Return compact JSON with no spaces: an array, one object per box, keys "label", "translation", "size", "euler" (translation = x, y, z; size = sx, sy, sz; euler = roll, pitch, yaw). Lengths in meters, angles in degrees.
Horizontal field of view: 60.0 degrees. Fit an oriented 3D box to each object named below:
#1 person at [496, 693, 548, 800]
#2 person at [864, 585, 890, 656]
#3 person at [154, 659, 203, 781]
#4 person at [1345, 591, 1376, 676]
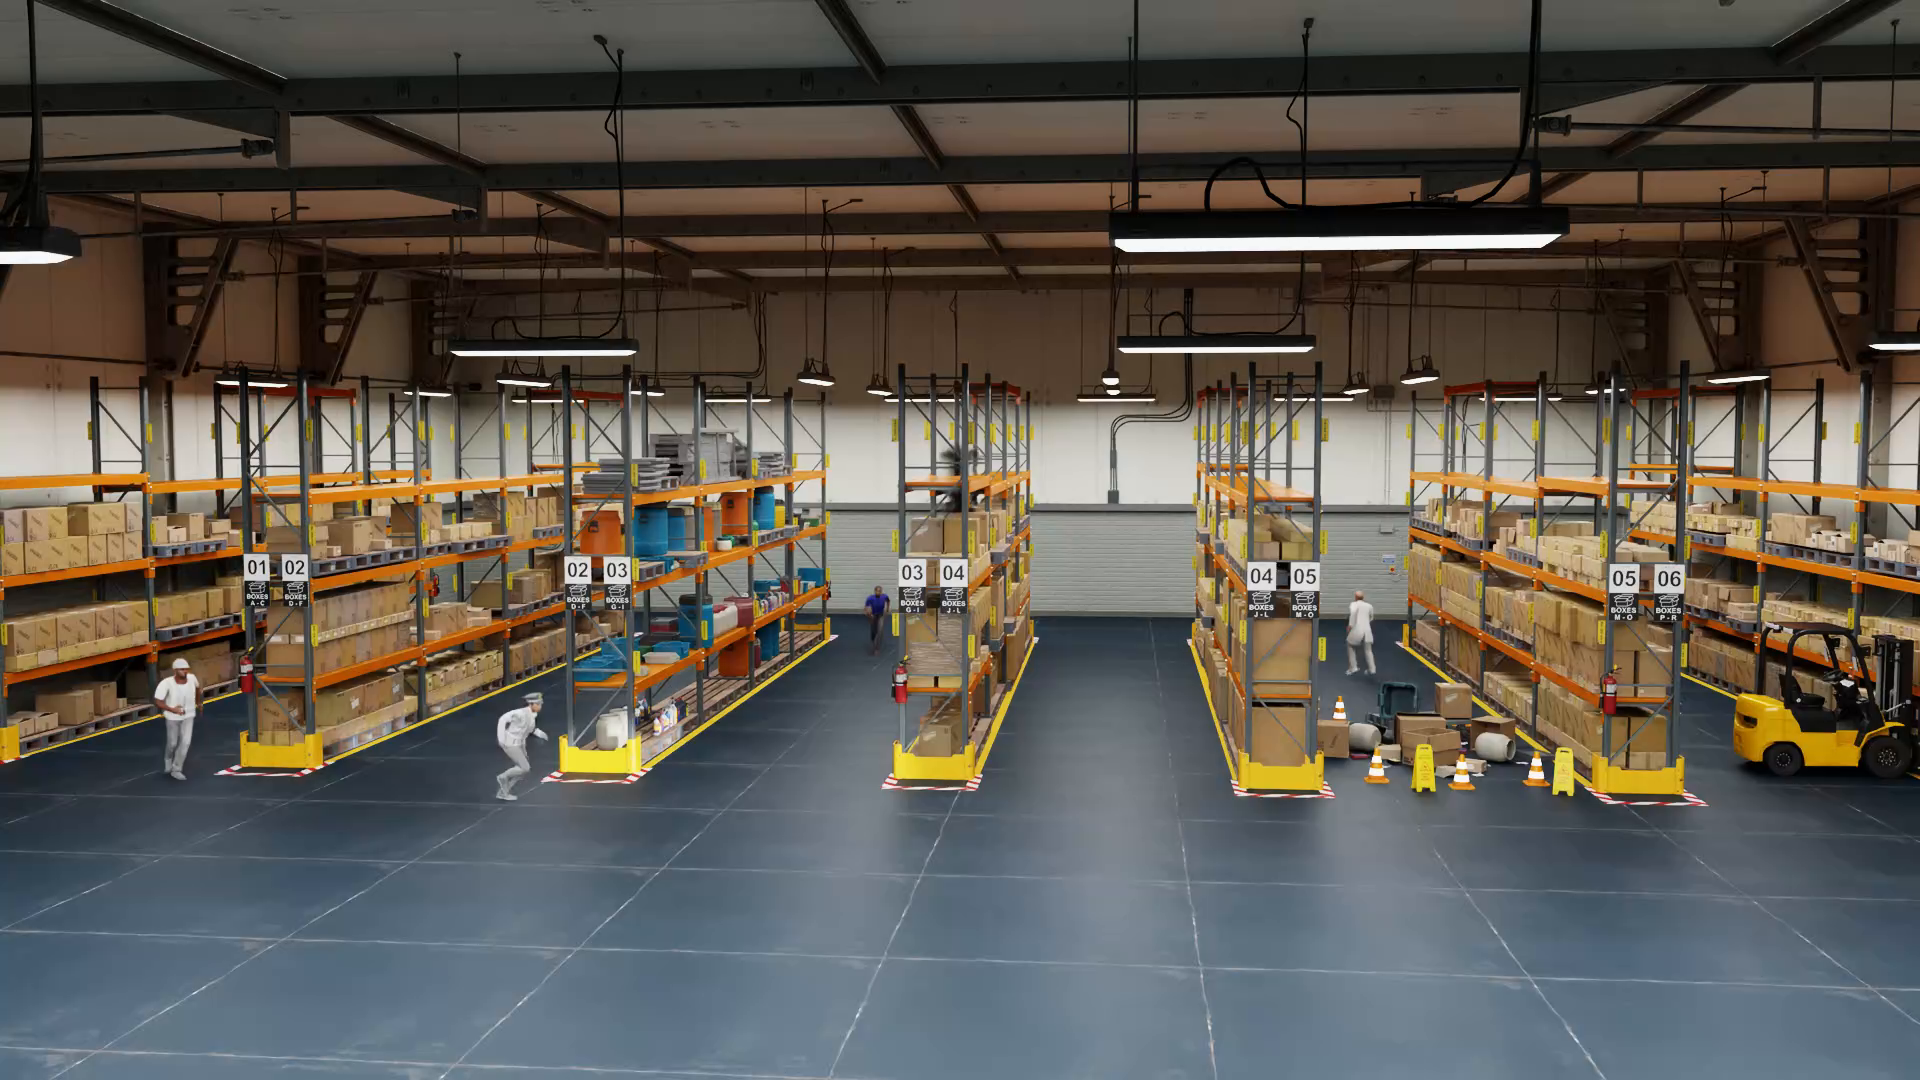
[{"label":"person","translation":[-5.979,2.814,22.534],"size":[0.776,1.496,0.650],"euler":[1,4,18]},{"label":"person","translation":[-1.899,1.809,37.793],"size":[0.601,1.617,0.960],"euler":[-1,4,-15]},{"label":"person","translation":[-11.419,2.583,24.258],"size":[0.694,1.756,0.786],"euler":[-3,5,-39]},{"label":"person","translation":[8.259,1.941,34.225],"size":[0.700,1.756,1.061],"euler":[-1,4,-11]}]
